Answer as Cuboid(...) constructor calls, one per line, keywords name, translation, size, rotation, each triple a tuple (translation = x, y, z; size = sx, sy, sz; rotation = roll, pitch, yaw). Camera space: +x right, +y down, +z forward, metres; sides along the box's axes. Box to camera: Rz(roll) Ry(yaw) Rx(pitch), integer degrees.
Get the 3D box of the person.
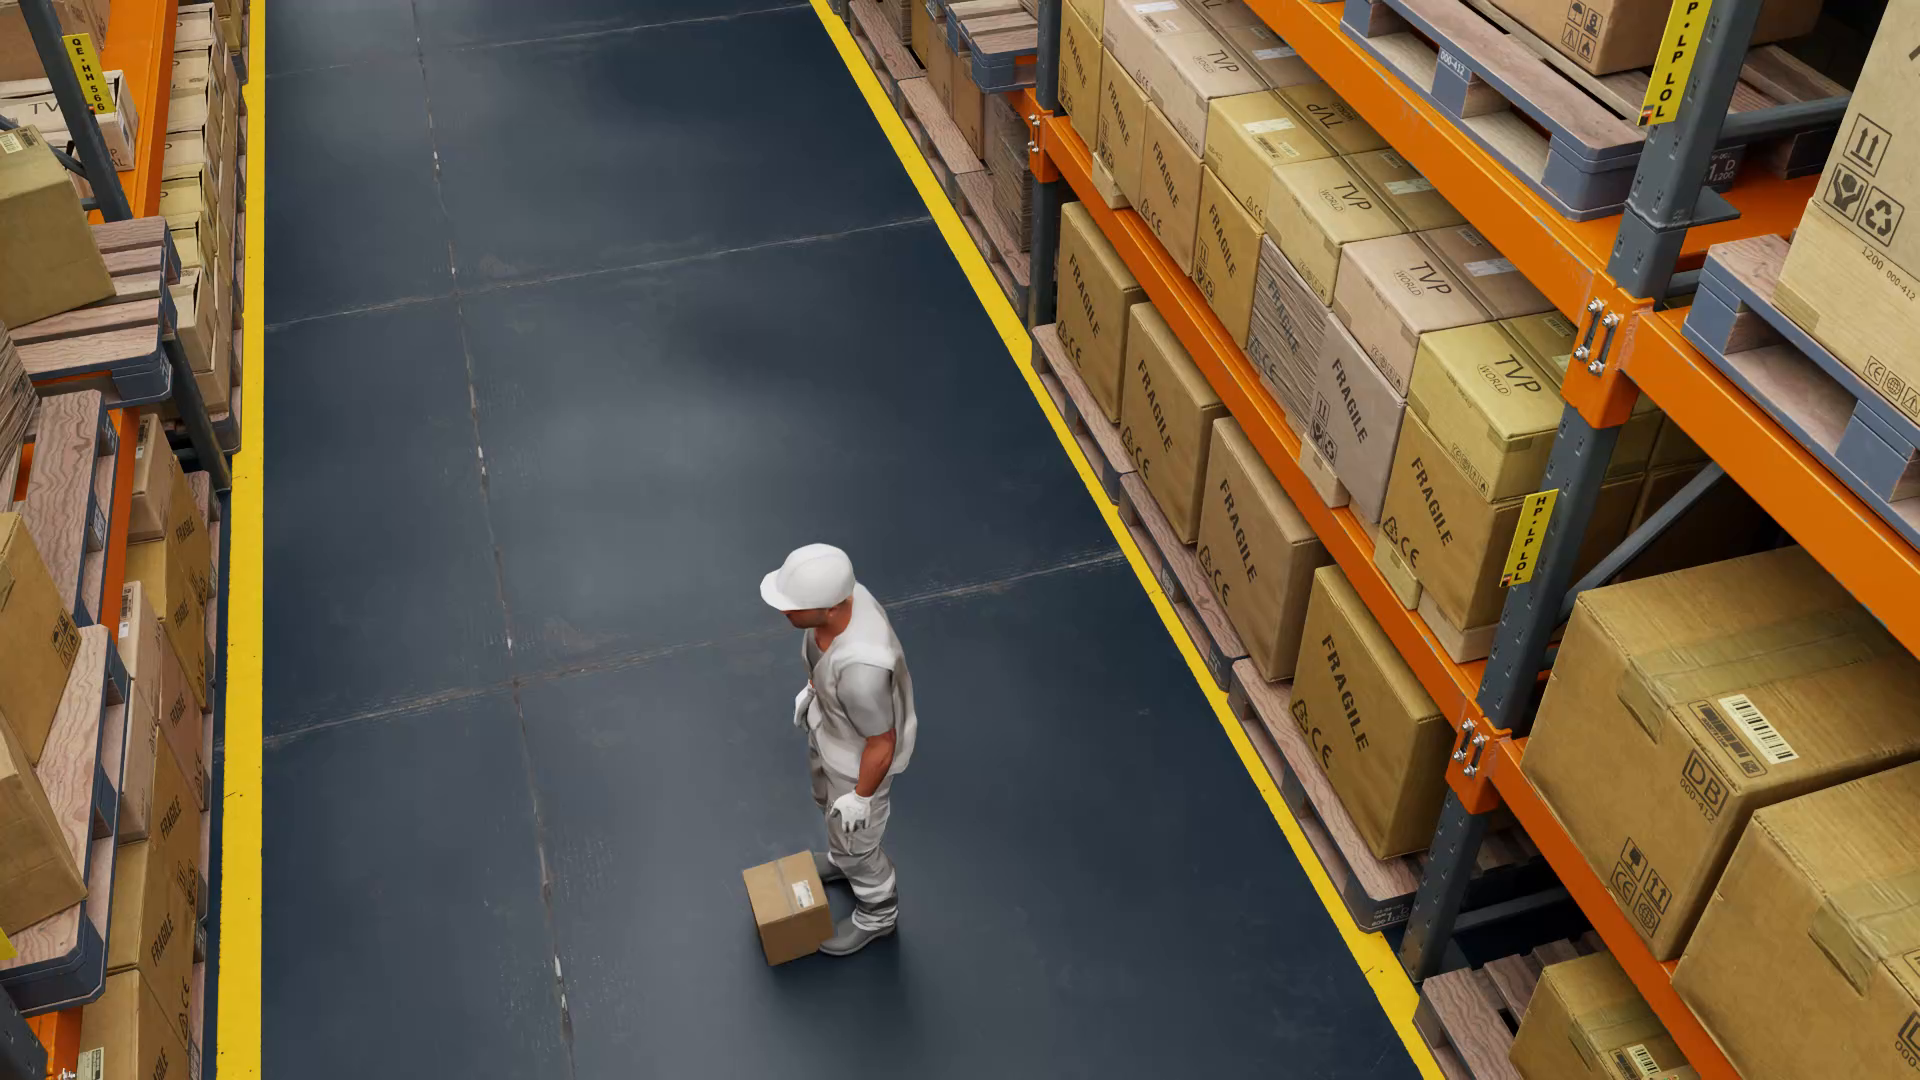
Cuboid(name="person", translation=(-0.377, 0.668, 5.402), size=(0.441, 1.780, 0.579), rotation=(-13, 44, -14))
